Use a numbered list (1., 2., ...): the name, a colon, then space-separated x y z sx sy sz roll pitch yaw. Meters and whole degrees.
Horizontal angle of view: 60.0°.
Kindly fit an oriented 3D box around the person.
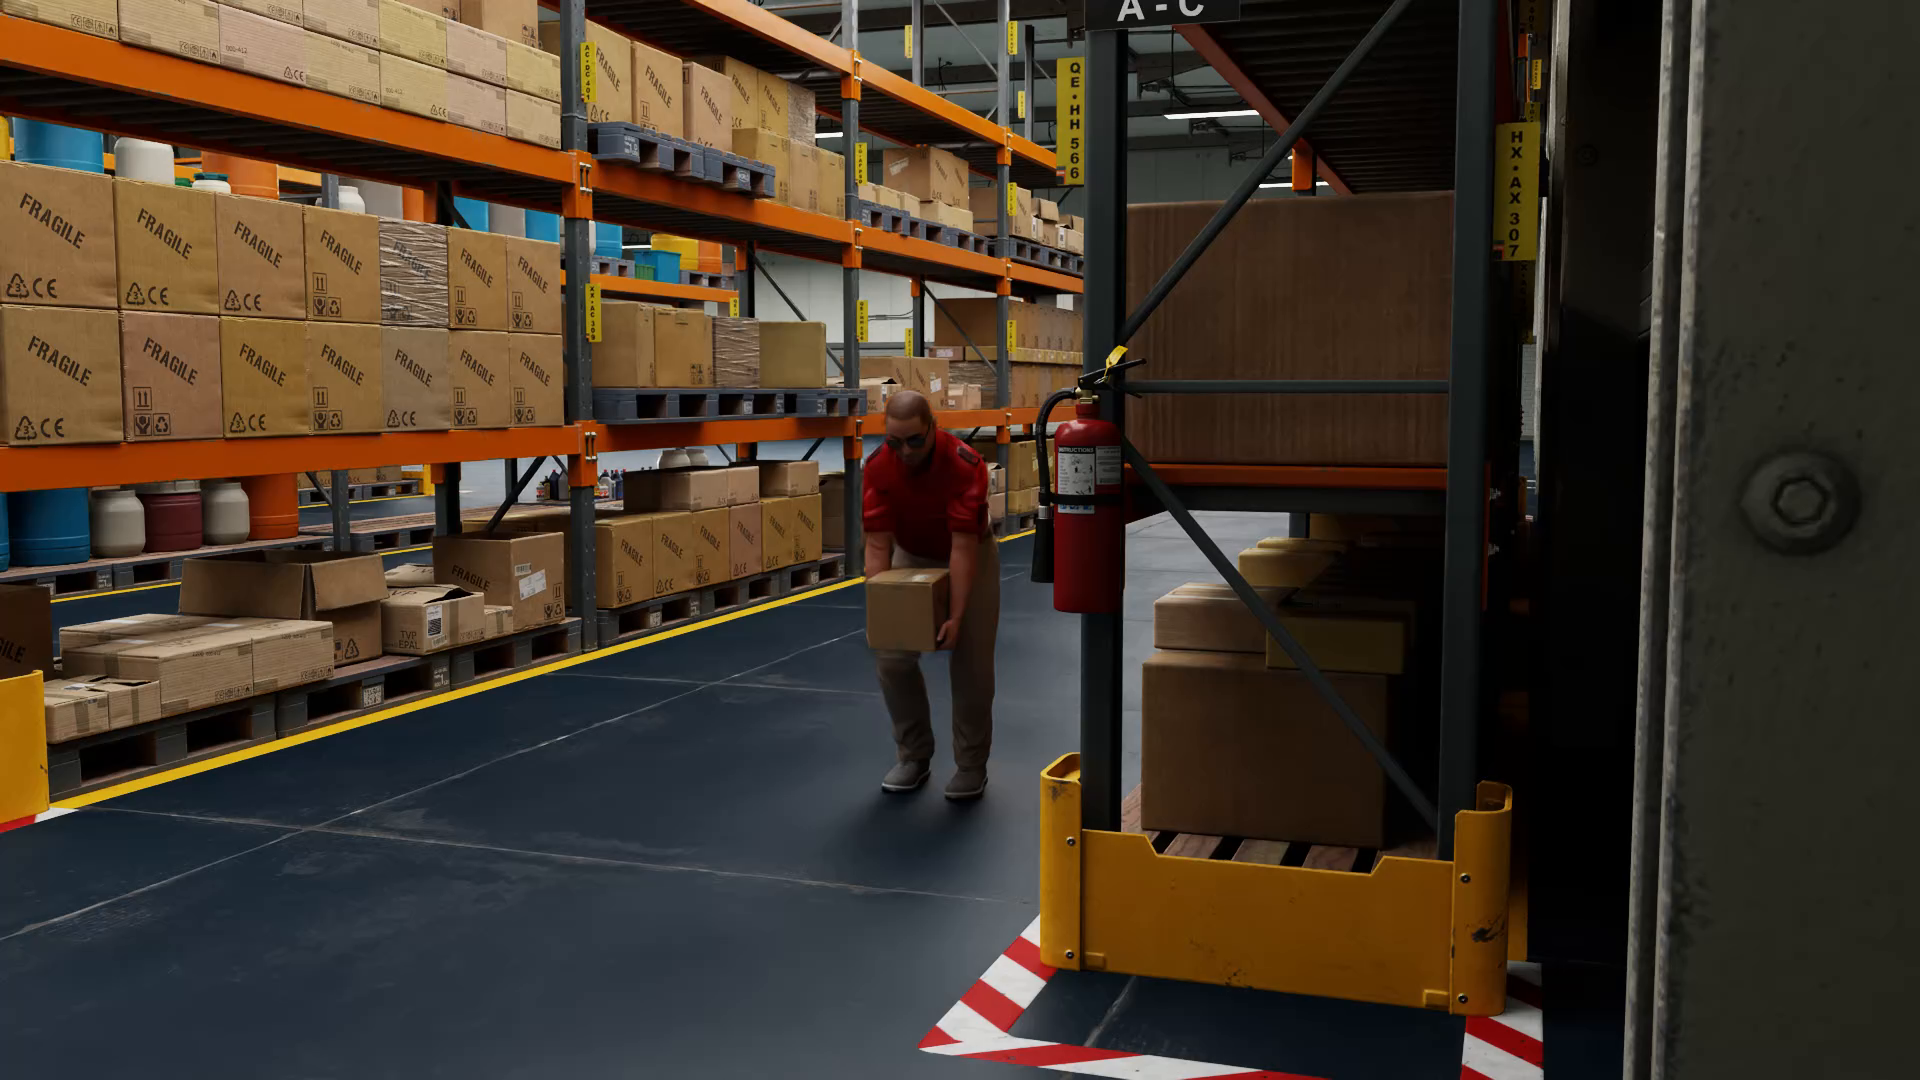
1. person: -0.109 0.206 6.104 0.488 1.502 0.778 2 5 17
